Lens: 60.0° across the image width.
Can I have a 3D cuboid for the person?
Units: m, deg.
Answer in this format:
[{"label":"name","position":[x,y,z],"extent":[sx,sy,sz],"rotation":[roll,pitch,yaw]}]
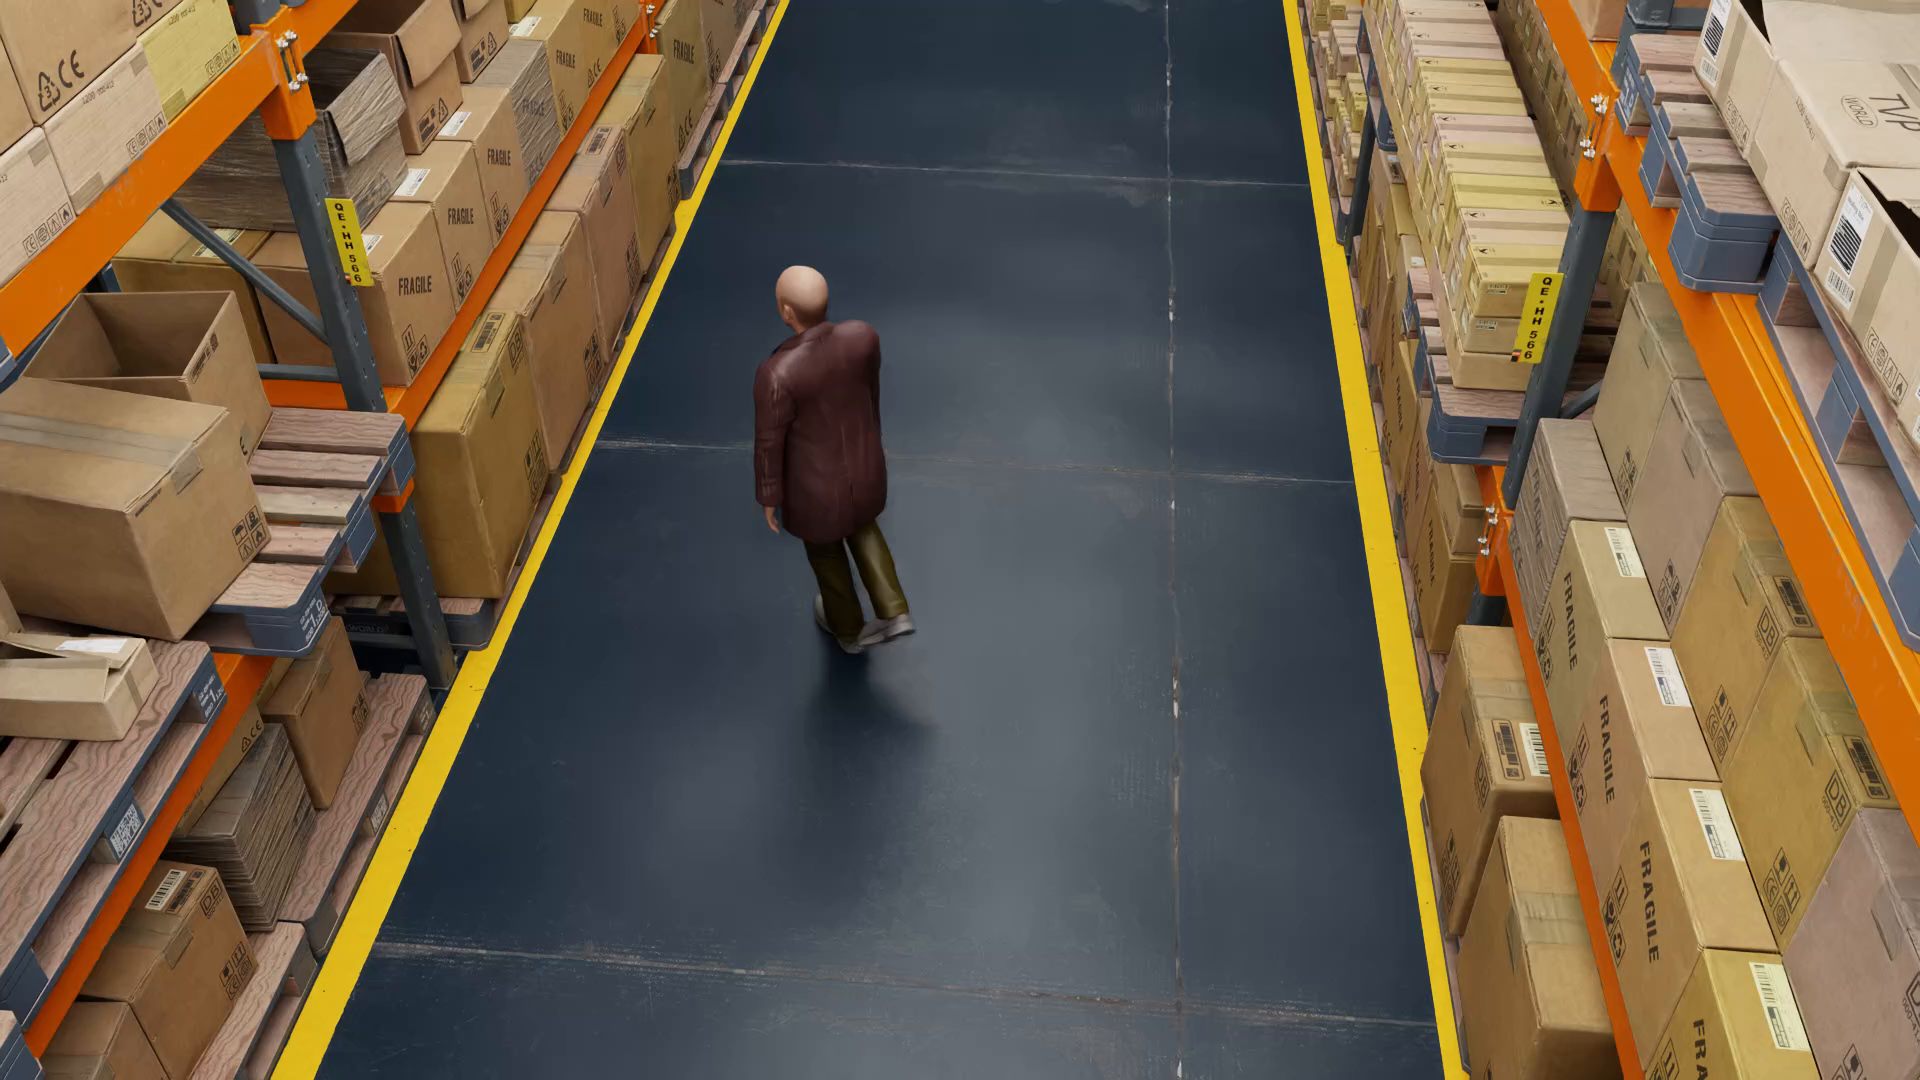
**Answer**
[{"label":"person","position":[-0.479,-0.215,6.399],"extent":[0.606,1.773,0.656],"rotation":[-22,45,-25]}]
